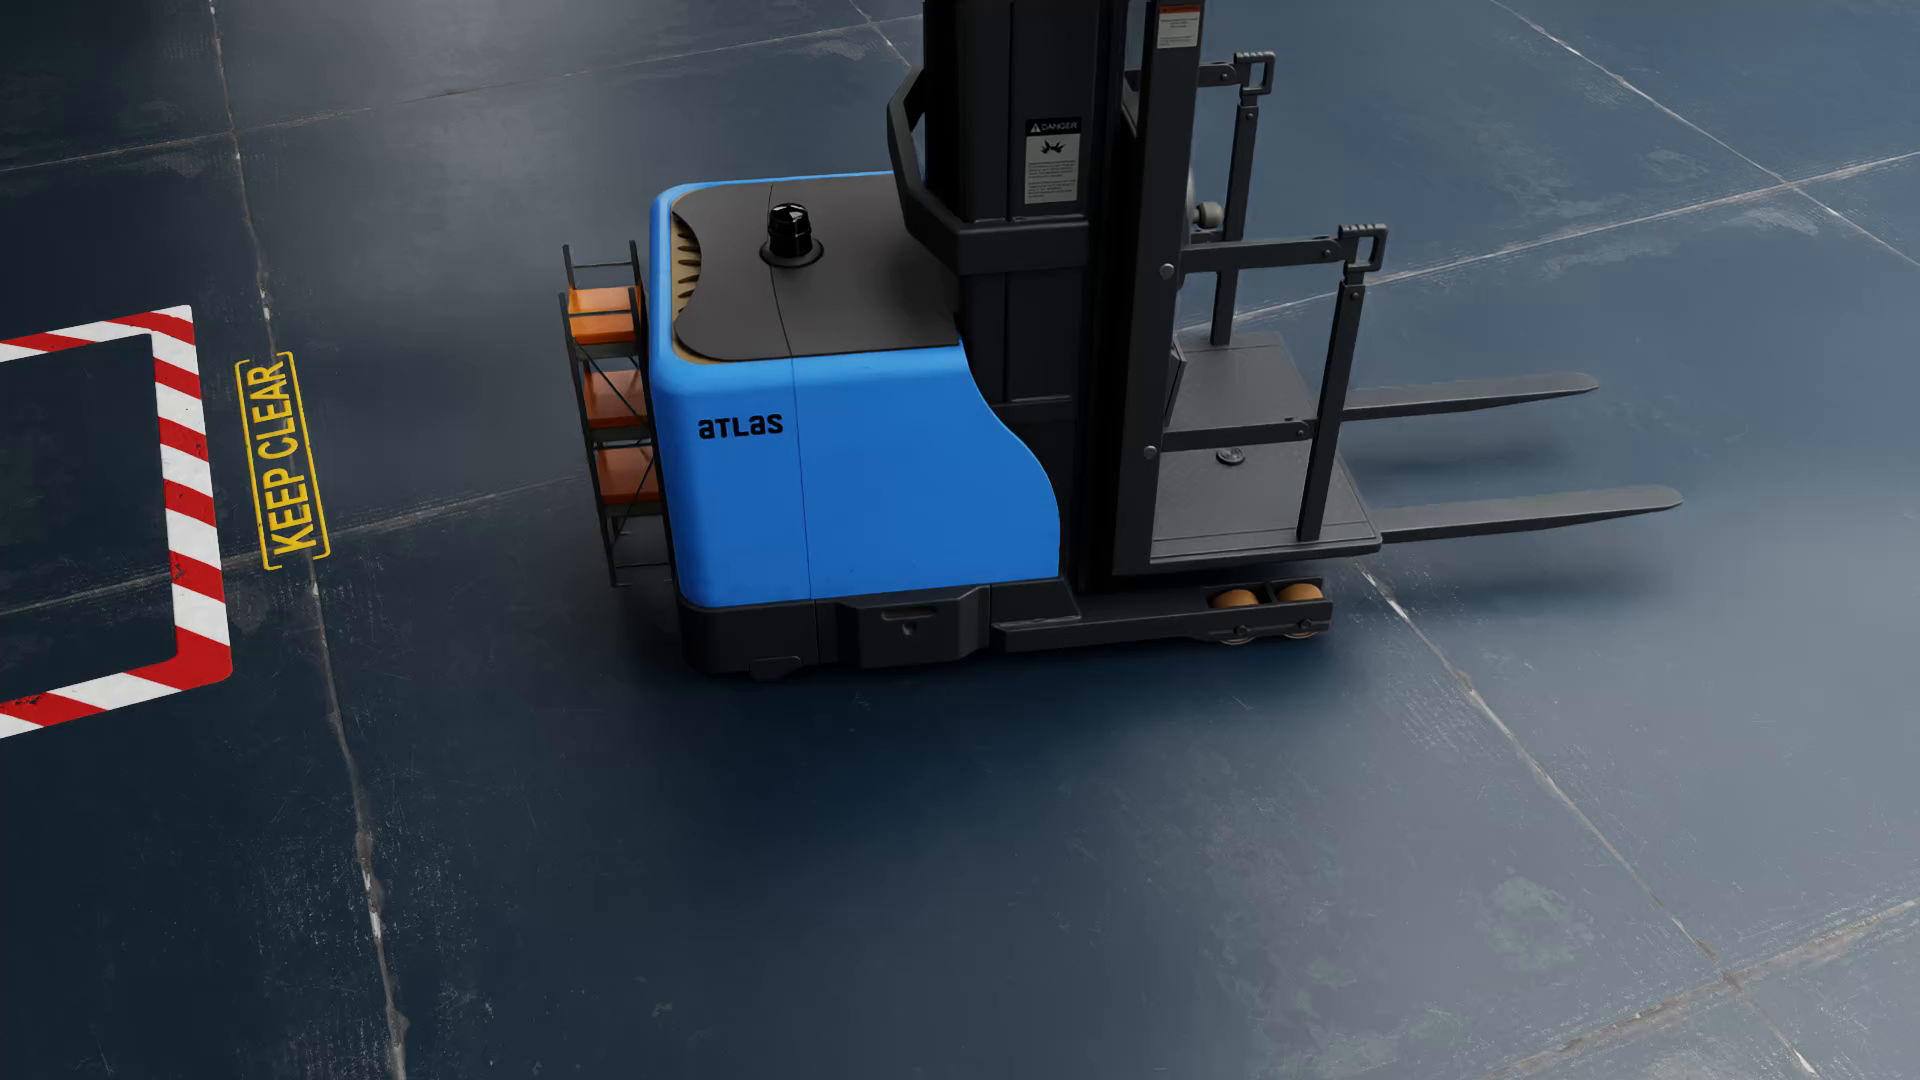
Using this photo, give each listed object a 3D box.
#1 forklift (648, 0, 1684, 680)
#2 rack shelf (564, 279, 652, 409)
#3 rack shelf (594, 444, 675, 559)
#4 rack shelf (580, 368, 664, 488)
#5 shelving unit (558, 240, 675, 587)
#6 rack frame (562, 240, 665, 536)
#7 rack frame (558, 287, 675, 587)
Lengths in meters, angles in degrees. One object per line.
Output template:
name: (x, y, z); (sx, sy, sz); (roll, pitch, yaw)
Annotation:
forklift: (0.655, -1.142, 4.330); (3.031, 2.935, 1.130); (-5, 41, -6)
rack shelf: (-0.981, -0.551, 4.666); (0.215, 0.259, 0.240); (-5, 41, -6)
rack shelf: (-0.981, -0.125, 5.032); (0.215, 0.259, 0.240); (-5, 41, -6)
rack shelf: (-0.981, -0.336, 4.851); (0.215, 0.259, 0.240); (-5, 41, -6)
shelving unit: (-0.981, -0.344, 4.844); (0.215, 1.050, 0.252); (-5, 41, -6)
rack frame: (-0.997, -0.422, 4.936); (0.200, 1.050, 0.008); (-5, 41, -6)
rack frame: (-0.965, -0.265, 4.753); (0.200, 1.050, 0.008); (-5, 41, -6)
